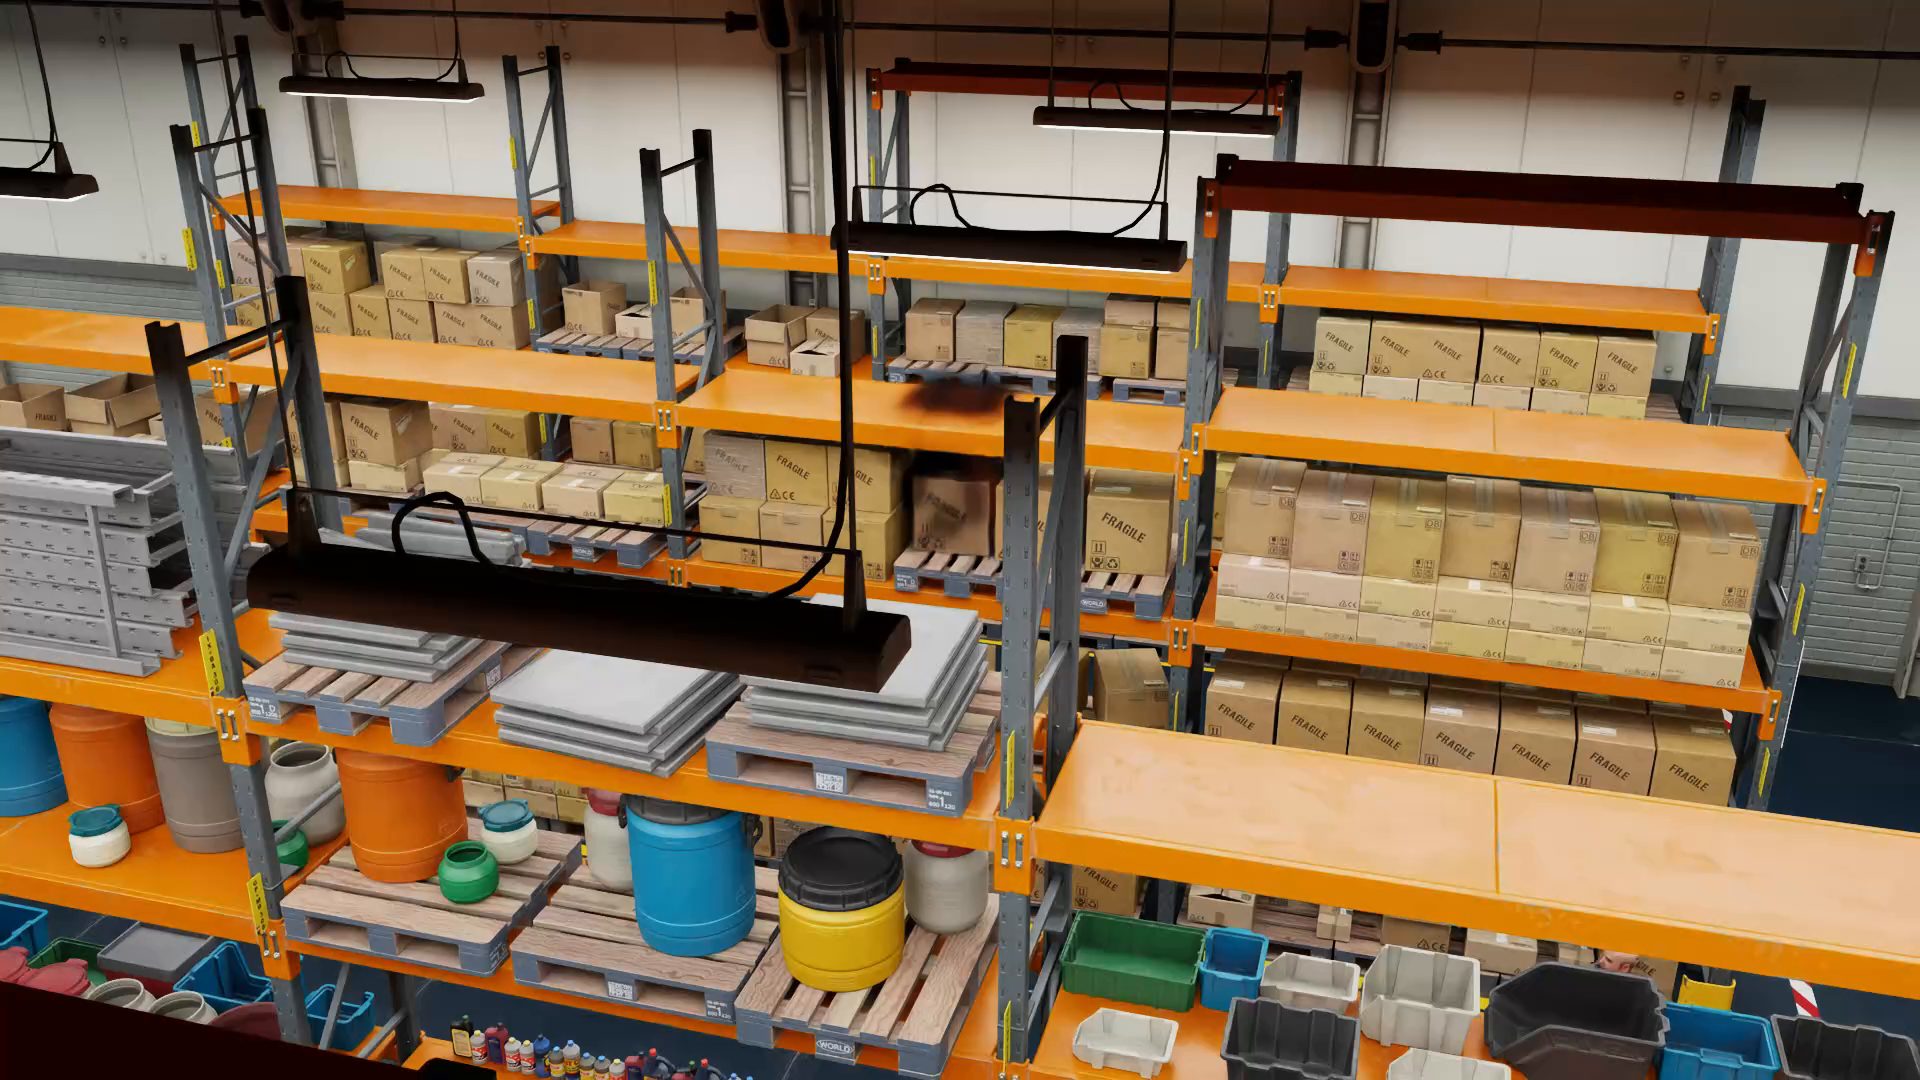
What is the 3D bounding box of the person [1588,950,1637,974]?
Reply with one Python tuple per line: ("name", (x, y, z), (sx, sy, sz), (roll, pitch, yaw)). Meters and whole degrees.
("person", (4.125, 3.299, 10.598), (0.417, 1.727, 0.591), (-14, 26, -30))
